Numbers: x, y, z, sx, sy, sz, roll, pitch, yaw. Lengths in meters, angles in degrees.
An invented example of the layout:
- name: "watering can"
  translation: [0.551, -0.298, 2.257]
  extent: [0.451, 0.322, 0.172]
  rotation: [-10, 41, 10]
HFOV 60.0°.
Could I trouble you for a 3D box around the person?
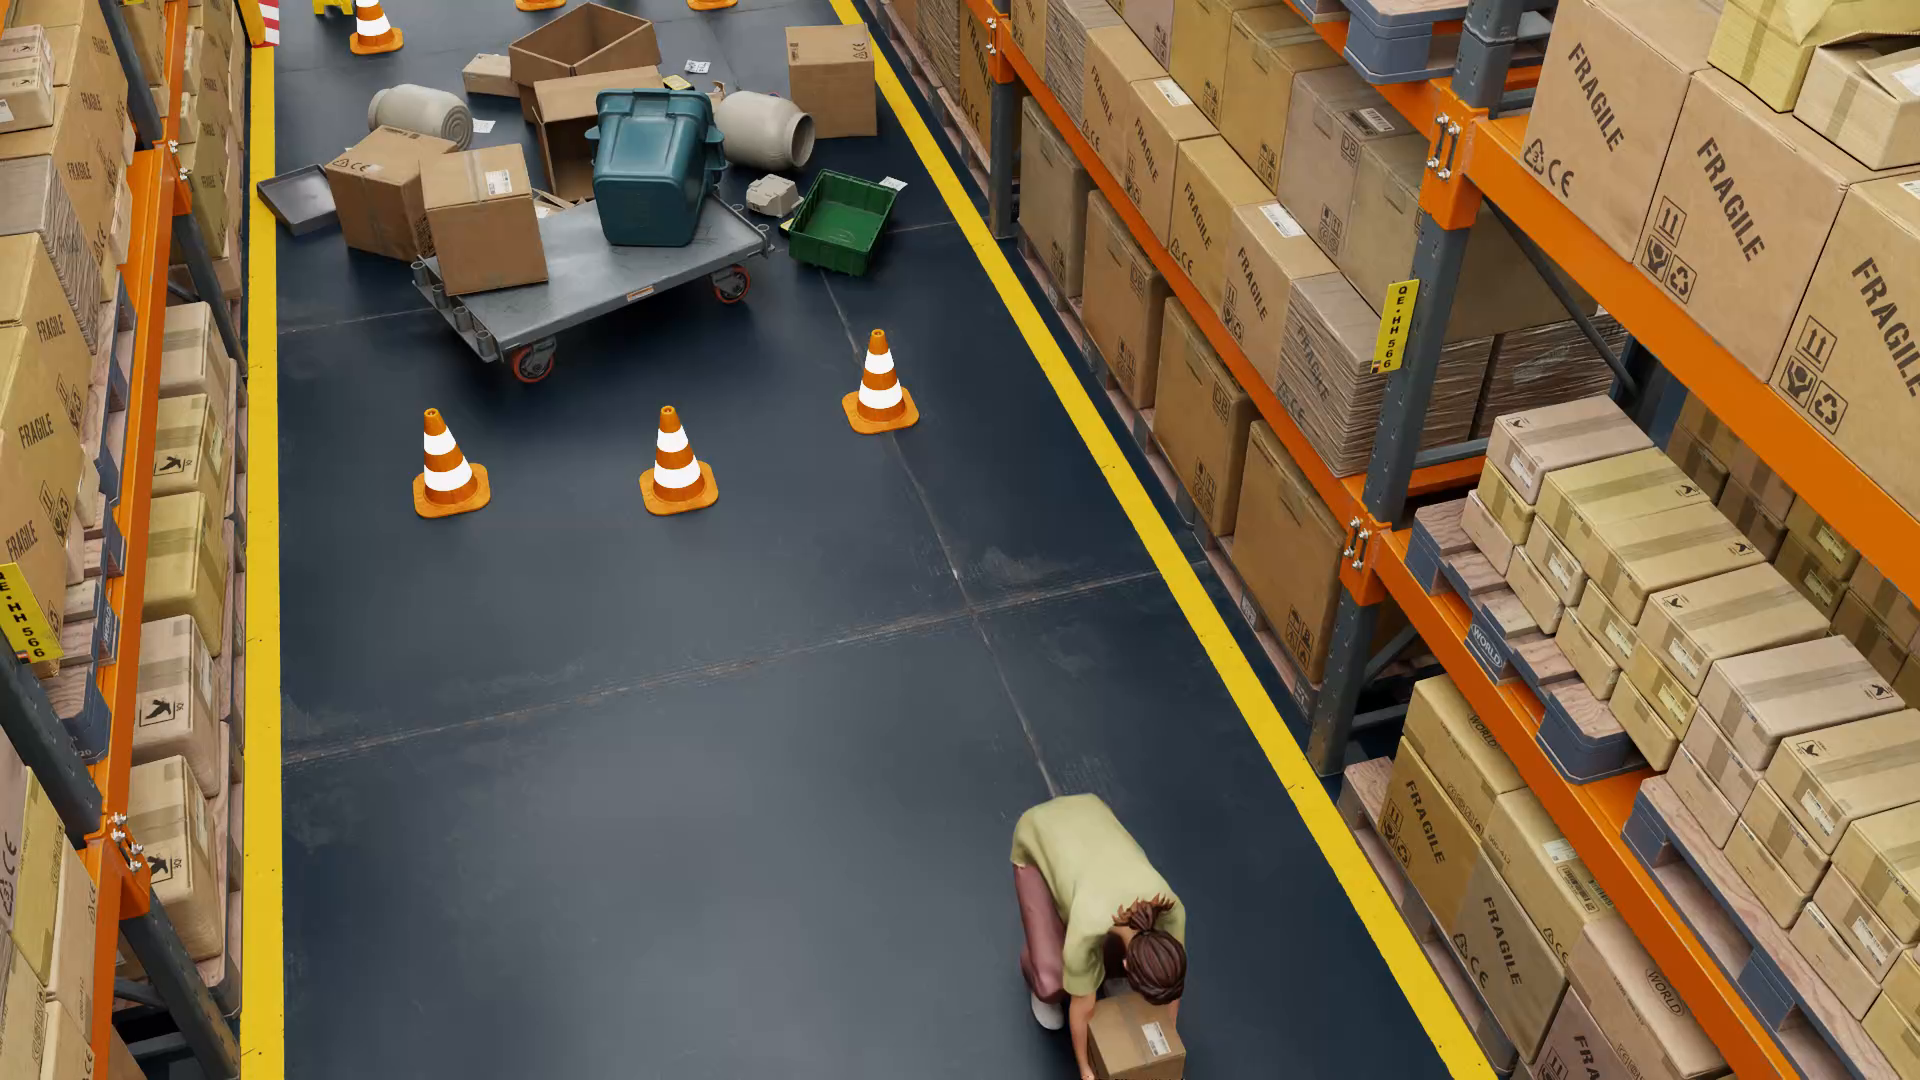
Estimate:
- name: "person"
  translation: [0.452, 1.287, 5.287]
  extent: [0.476, 0.954, 0.862]
  rotation: [-14, 44, -15]
